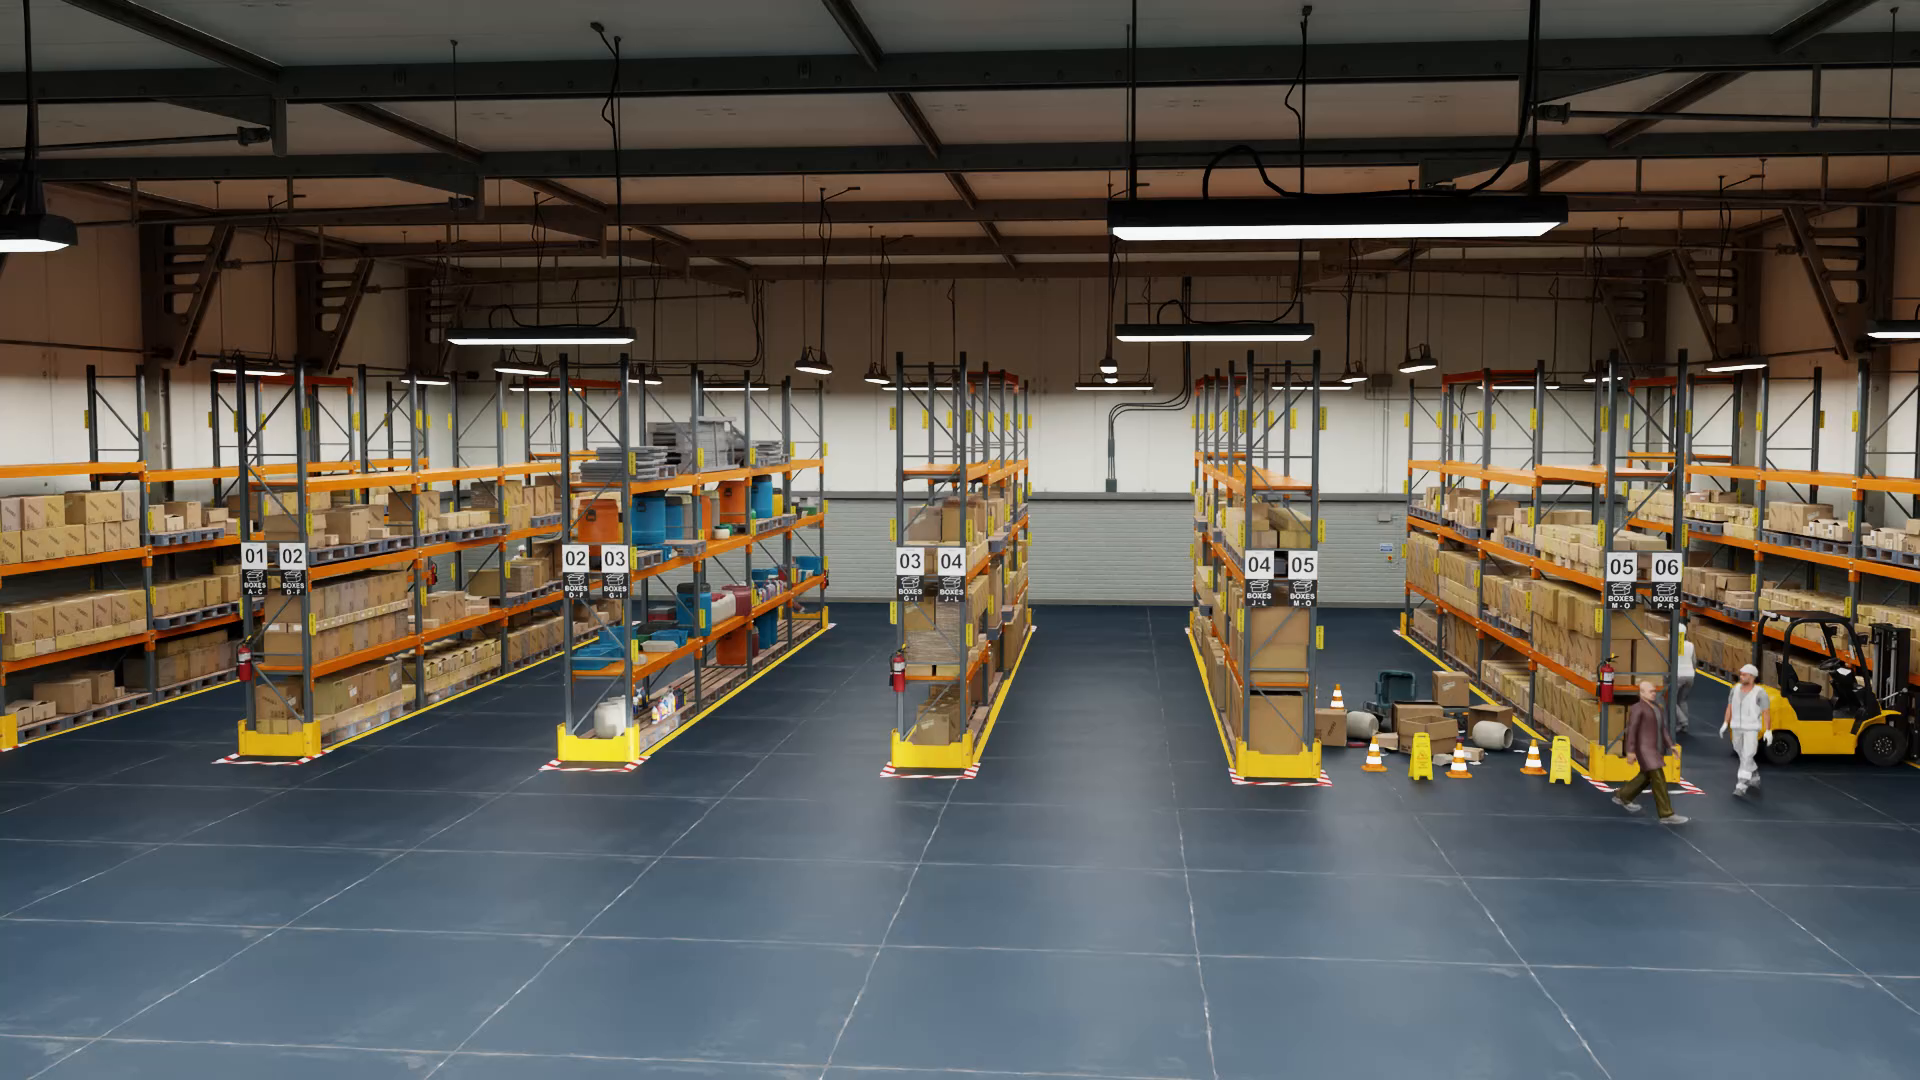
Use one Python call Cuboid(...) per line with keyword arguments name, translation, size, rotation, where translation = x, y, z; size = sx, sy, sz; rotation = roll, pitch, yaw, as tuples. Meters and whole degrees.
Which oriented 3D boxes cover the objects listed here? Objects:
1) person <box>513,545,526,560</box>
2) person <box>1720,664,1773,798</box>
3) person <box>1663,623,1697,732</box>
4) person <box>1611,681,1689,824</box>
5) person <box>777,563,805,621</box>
Cuboid(name="person", translation=(-11.418, 1.016, 43.321), size=(0.455, 1.781, 0.594), rotation=(1, 4, 8))
Cuboid(name="person", translation=(10.512, 2.539, 22.264), size=(1.022, 1.749, 0.620), rotation=(-3, 5, -39))
Cuboid(name="person", translation=(11.647, 2.227, 26.868), size=(0.600, 1.751, 0.608), rotation=(-1, 4, -18))
Cuboid(name="person", translation=(8.669, 2.643, 20.866), size=(0.610, 1.744, 1.069), rotation=(-3, 5, -40))
Cuboid(name="person", translation=(-4.262, 1.197, 41.782), size=(0.811, 1.645, 0.426), rotation=(-2, 5, -31))
